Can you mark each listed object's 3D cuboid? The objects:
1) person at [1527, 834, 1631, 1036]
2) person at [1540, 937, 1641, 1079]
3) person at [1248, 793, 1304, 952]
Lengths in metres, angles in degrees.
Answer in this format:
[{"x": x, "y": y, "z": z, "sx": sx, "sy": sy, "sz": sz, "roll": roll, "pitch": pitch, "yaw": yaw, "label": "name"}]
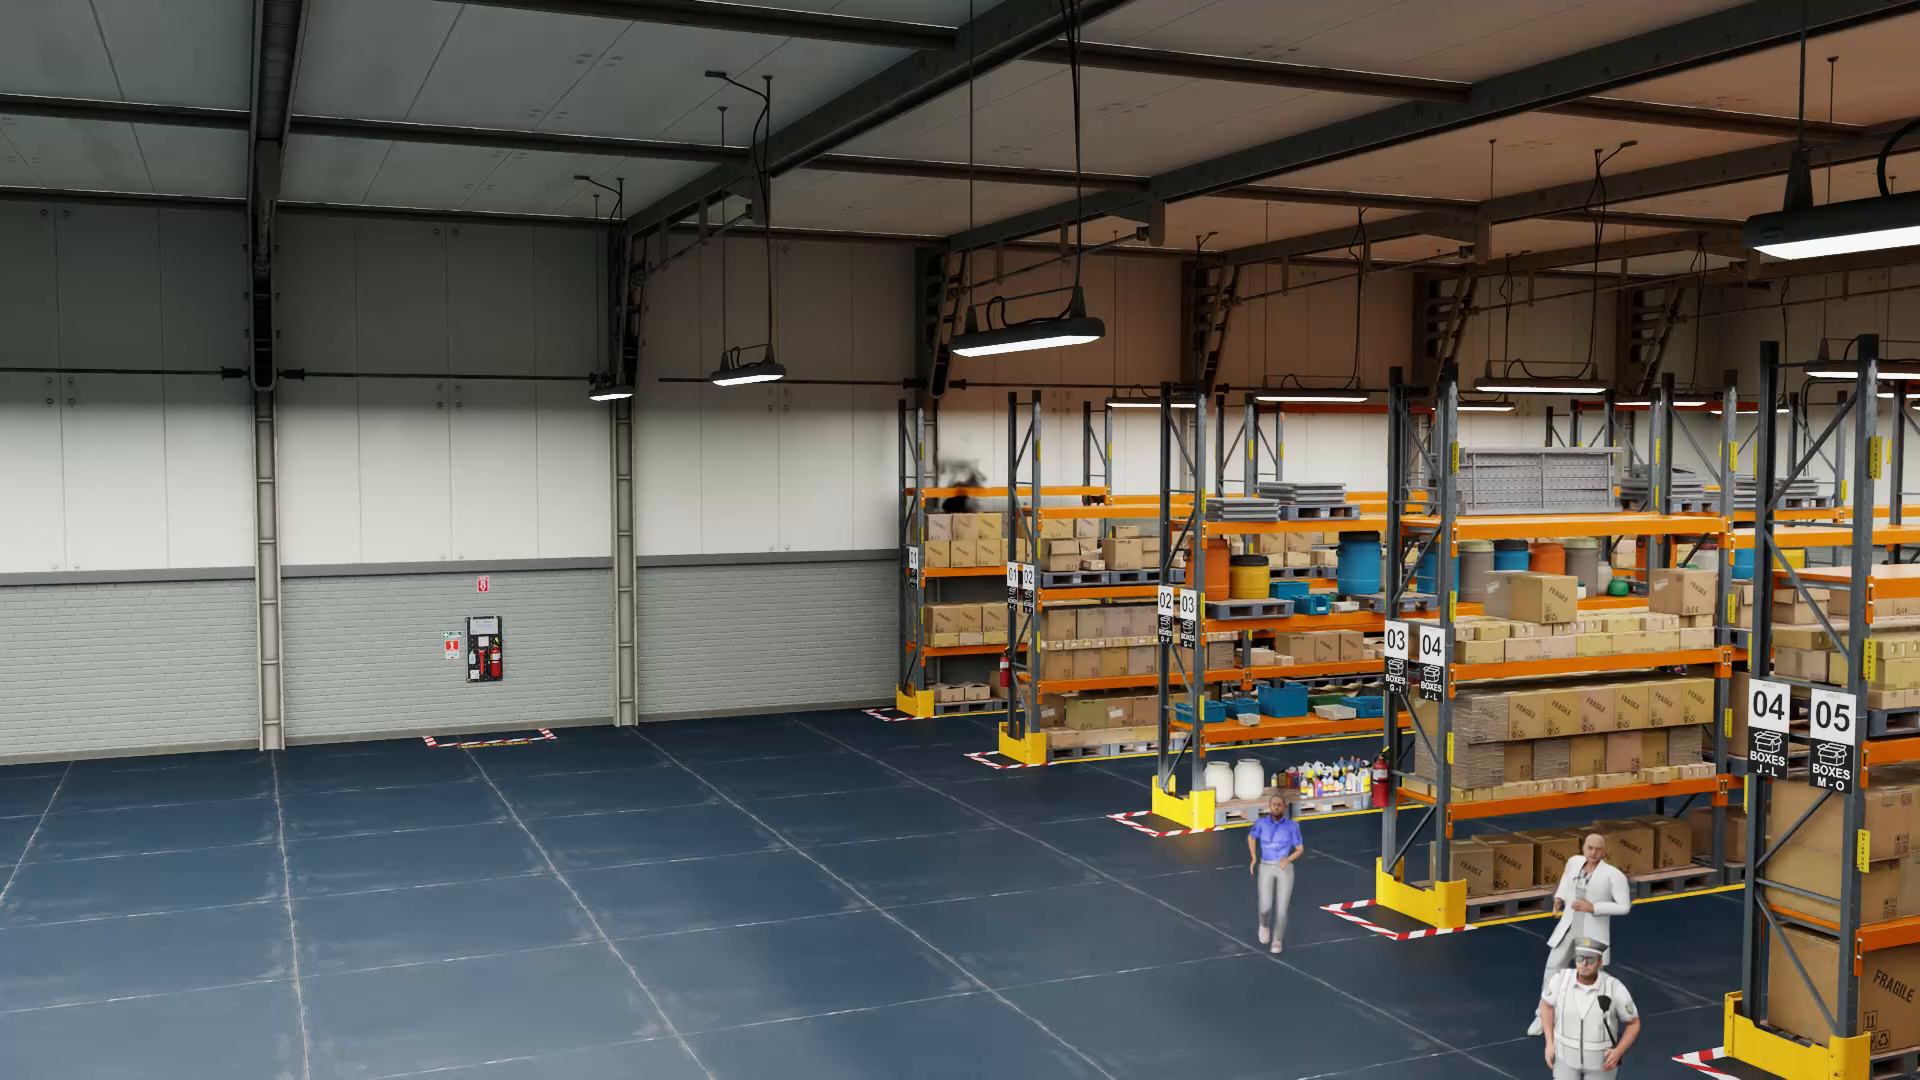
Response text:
[{"x": 5.519, "y": 3.448, "z": 14.596, "sx": 1.012, "sy": 1.766, "sz": 0.717, "roll": -3, "pitch": 5, "yaw": -42, "label": "person"}, {"x": 4.377, "y": 3.613, "z": 11.599, "sx": 0.677, "sy": 1.749, "sz": 0.596, "roll": 2, "pitch": 4, "yaw": 28, "label": "person"}, {"x": 3.179, "y": 3.371, "z": 16.785, "sx": 0.565, "sy": 1.619, "sz": 0.559, "roll": 1, "pitch": 3, "yaw": 12, "label": "person"}]
